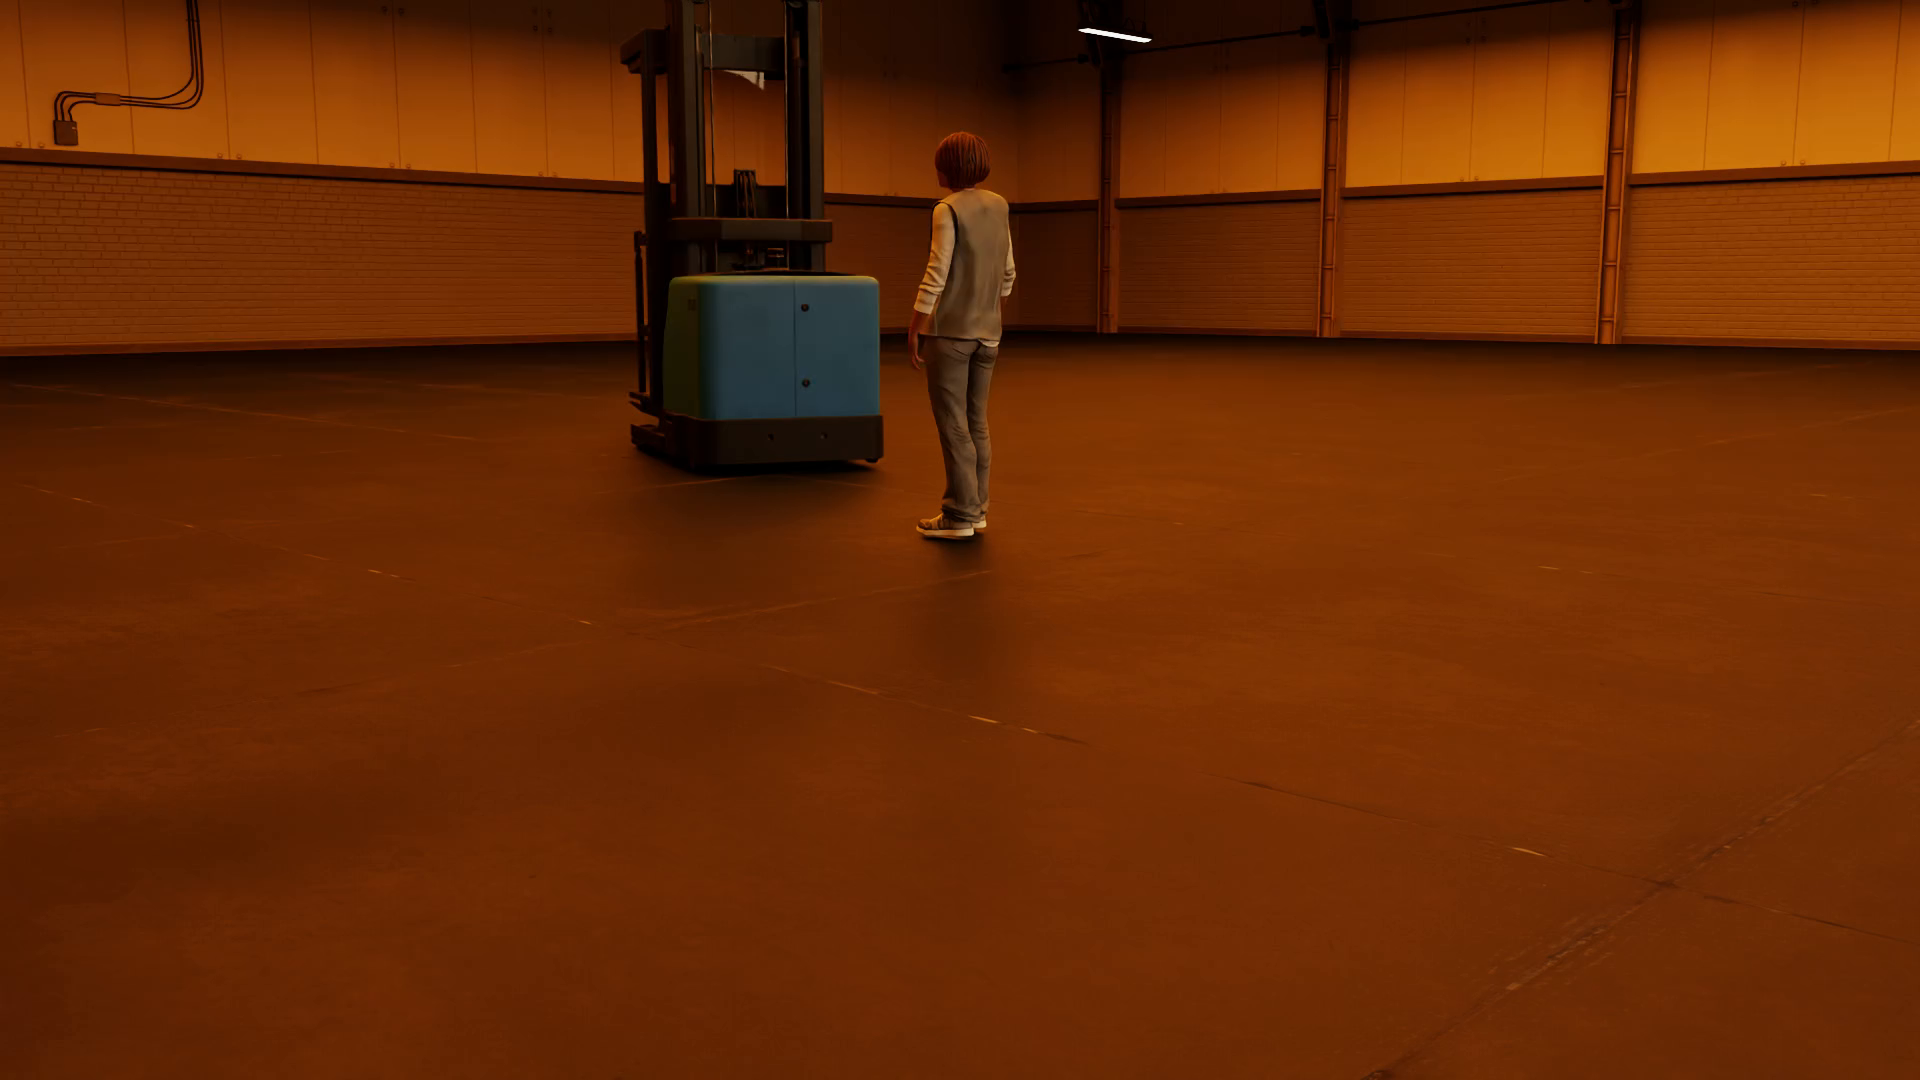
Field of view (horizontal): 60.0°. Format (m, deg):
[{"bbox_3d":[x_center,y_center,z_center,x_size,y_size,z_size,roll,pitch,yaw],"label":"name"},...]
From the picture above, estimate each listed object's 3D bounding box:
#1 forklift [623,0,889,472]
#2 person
[{"bbox_3d":[-1.404,-1.998,10.146,1.130,2.935,3.031,-3,9,-21],"label":"forklift"},{"bbox_3d":[-0.043,-0.806,6.658,0.475,1.597,0.520,8,12,43],"label":"person"}]
